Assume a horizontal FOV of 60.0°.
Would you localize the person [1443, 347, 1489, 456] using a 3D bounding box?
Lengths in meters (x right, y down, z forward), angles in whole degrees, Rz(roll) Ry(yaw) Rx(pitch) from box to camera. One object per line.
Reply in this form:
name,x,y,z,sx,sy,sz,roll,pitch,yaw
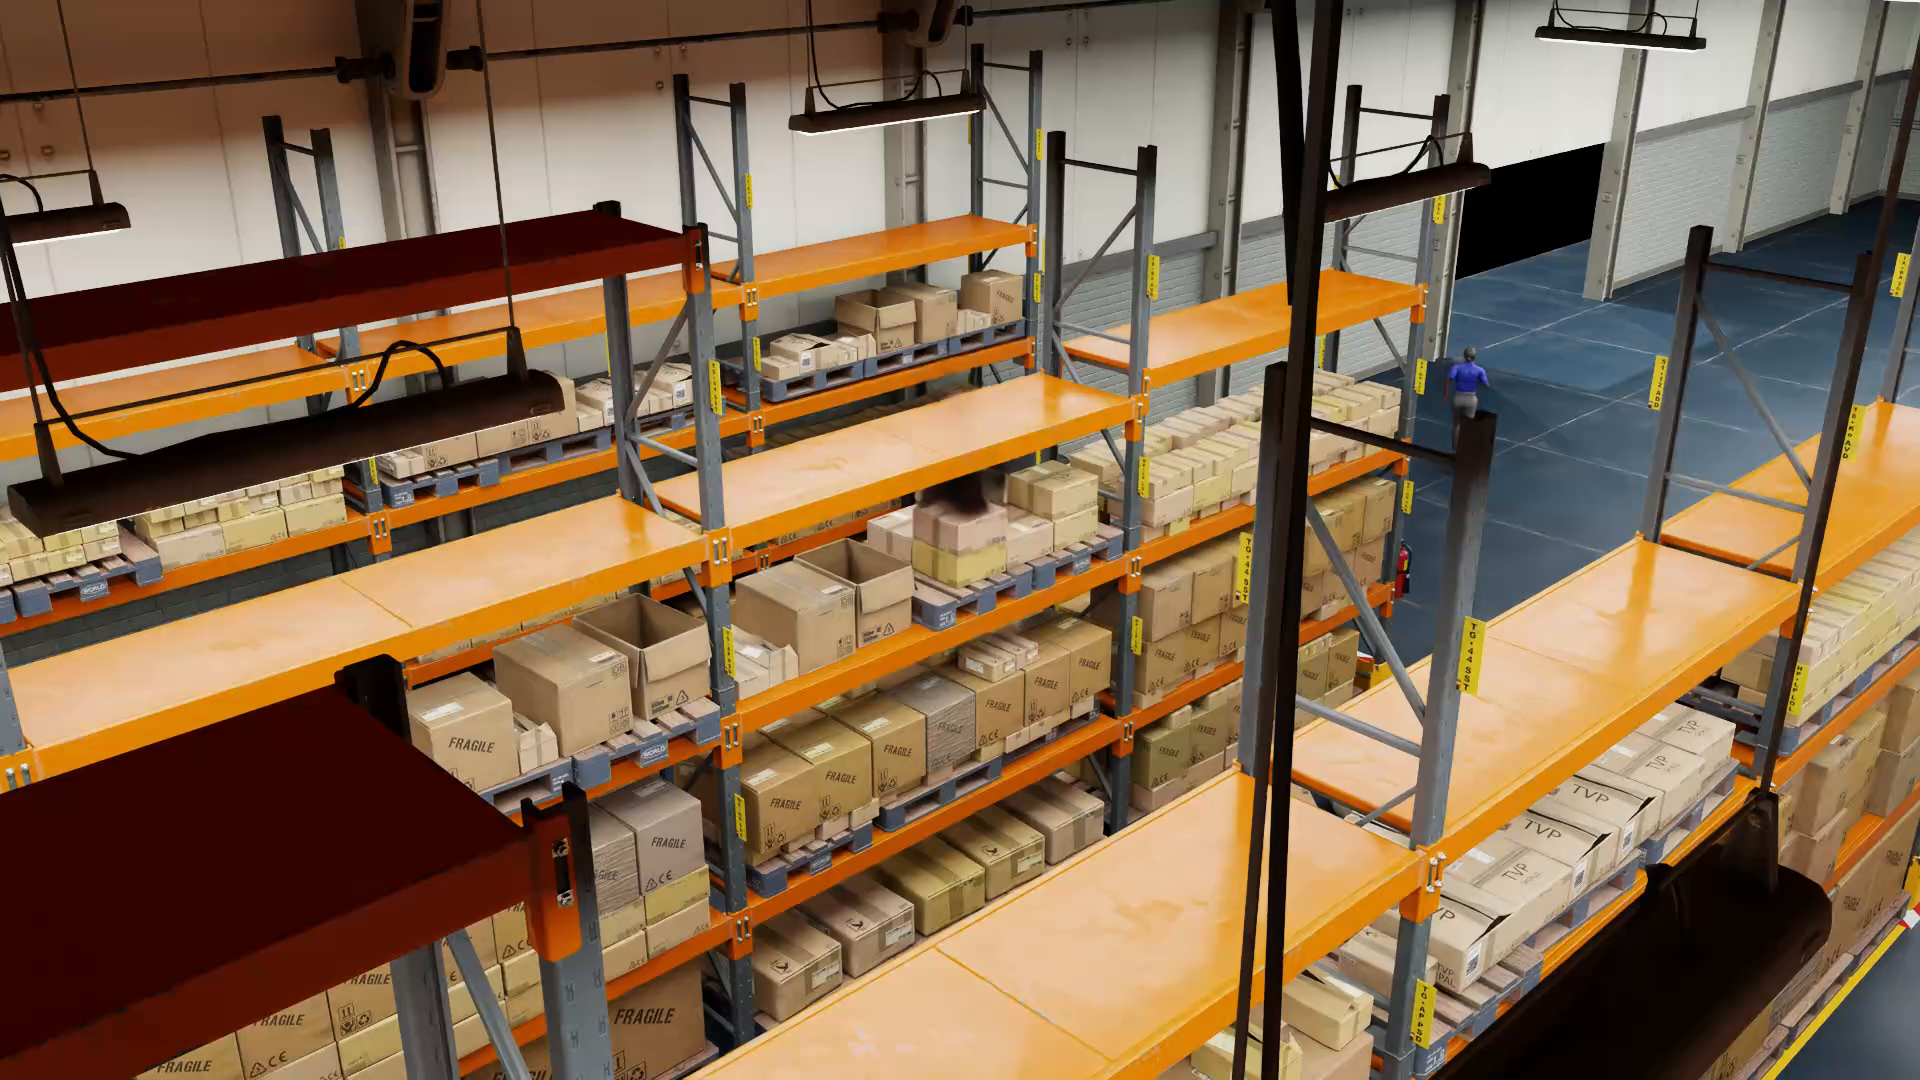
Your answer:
person,7.022,-1.879,23.180,0.604,1.663,0.900,9,24,20
